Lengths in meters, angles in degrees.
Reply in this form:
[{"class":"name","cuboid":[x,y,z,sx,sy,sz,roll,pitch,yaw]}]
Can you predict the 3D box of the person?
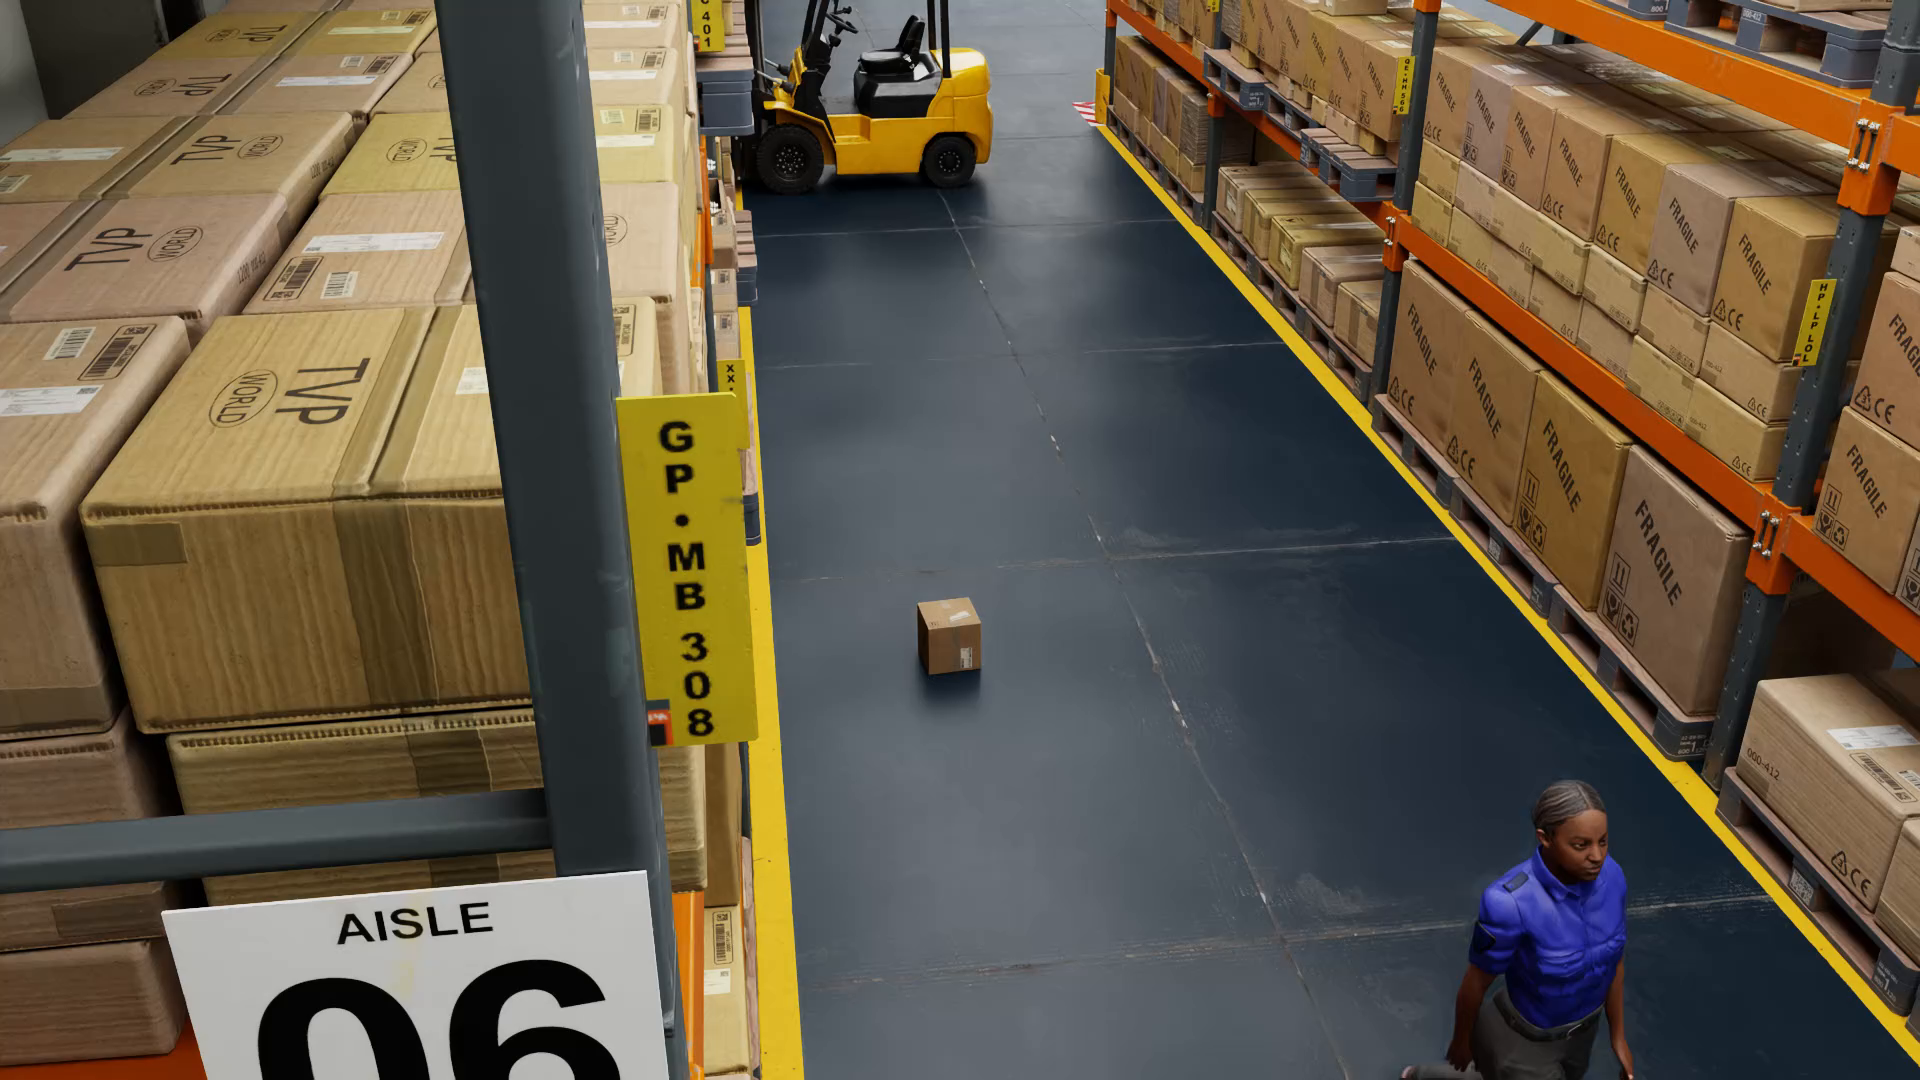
[{"class":"person","cuboid":[1.560,1.326,4.540,0.441,1.607,0.950,-15,31,-26]}]
